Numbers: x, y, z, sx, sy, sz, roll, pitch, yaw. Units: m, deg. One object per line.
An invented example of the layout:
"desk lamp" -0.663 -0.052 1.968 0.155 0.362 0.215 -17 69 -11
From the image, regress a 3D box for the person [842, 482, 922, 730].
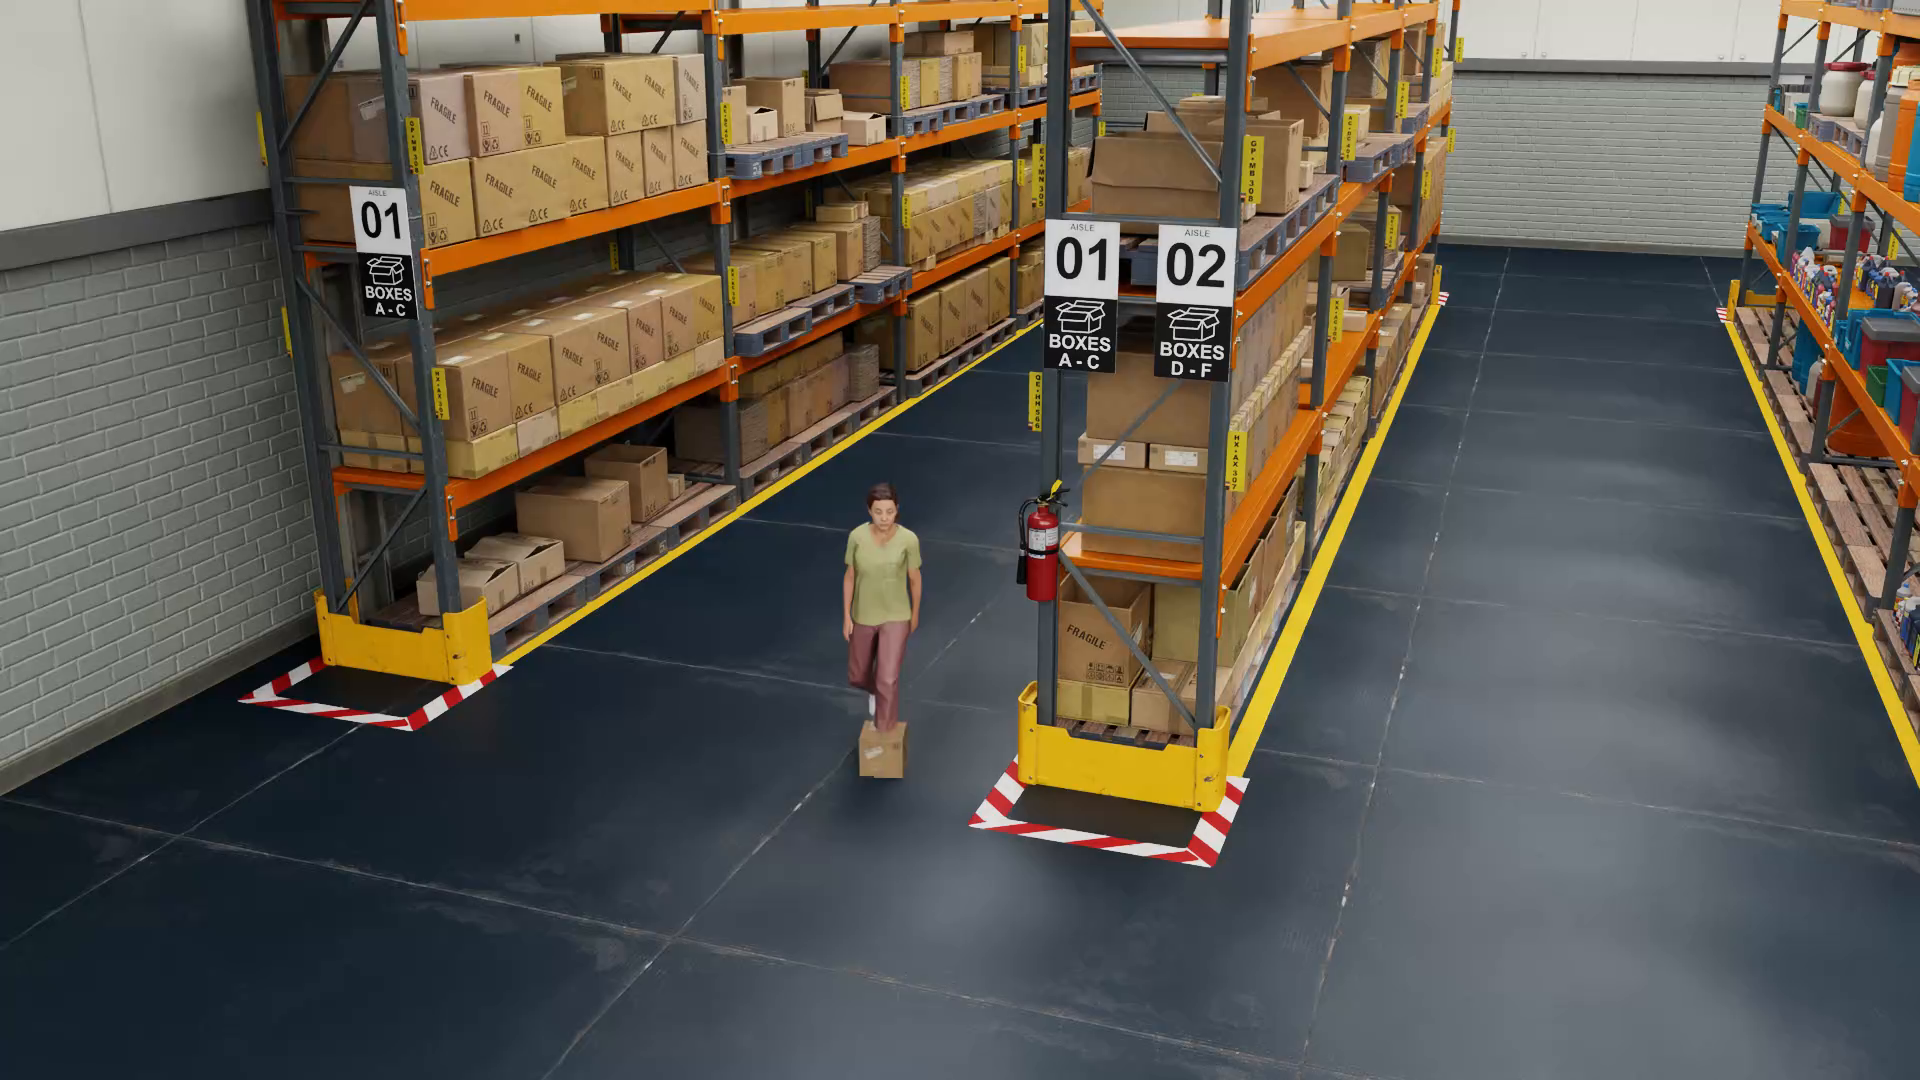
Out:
"person" -0.448 0.436 9.736 0.449 1.638 0.833 4 19 11
